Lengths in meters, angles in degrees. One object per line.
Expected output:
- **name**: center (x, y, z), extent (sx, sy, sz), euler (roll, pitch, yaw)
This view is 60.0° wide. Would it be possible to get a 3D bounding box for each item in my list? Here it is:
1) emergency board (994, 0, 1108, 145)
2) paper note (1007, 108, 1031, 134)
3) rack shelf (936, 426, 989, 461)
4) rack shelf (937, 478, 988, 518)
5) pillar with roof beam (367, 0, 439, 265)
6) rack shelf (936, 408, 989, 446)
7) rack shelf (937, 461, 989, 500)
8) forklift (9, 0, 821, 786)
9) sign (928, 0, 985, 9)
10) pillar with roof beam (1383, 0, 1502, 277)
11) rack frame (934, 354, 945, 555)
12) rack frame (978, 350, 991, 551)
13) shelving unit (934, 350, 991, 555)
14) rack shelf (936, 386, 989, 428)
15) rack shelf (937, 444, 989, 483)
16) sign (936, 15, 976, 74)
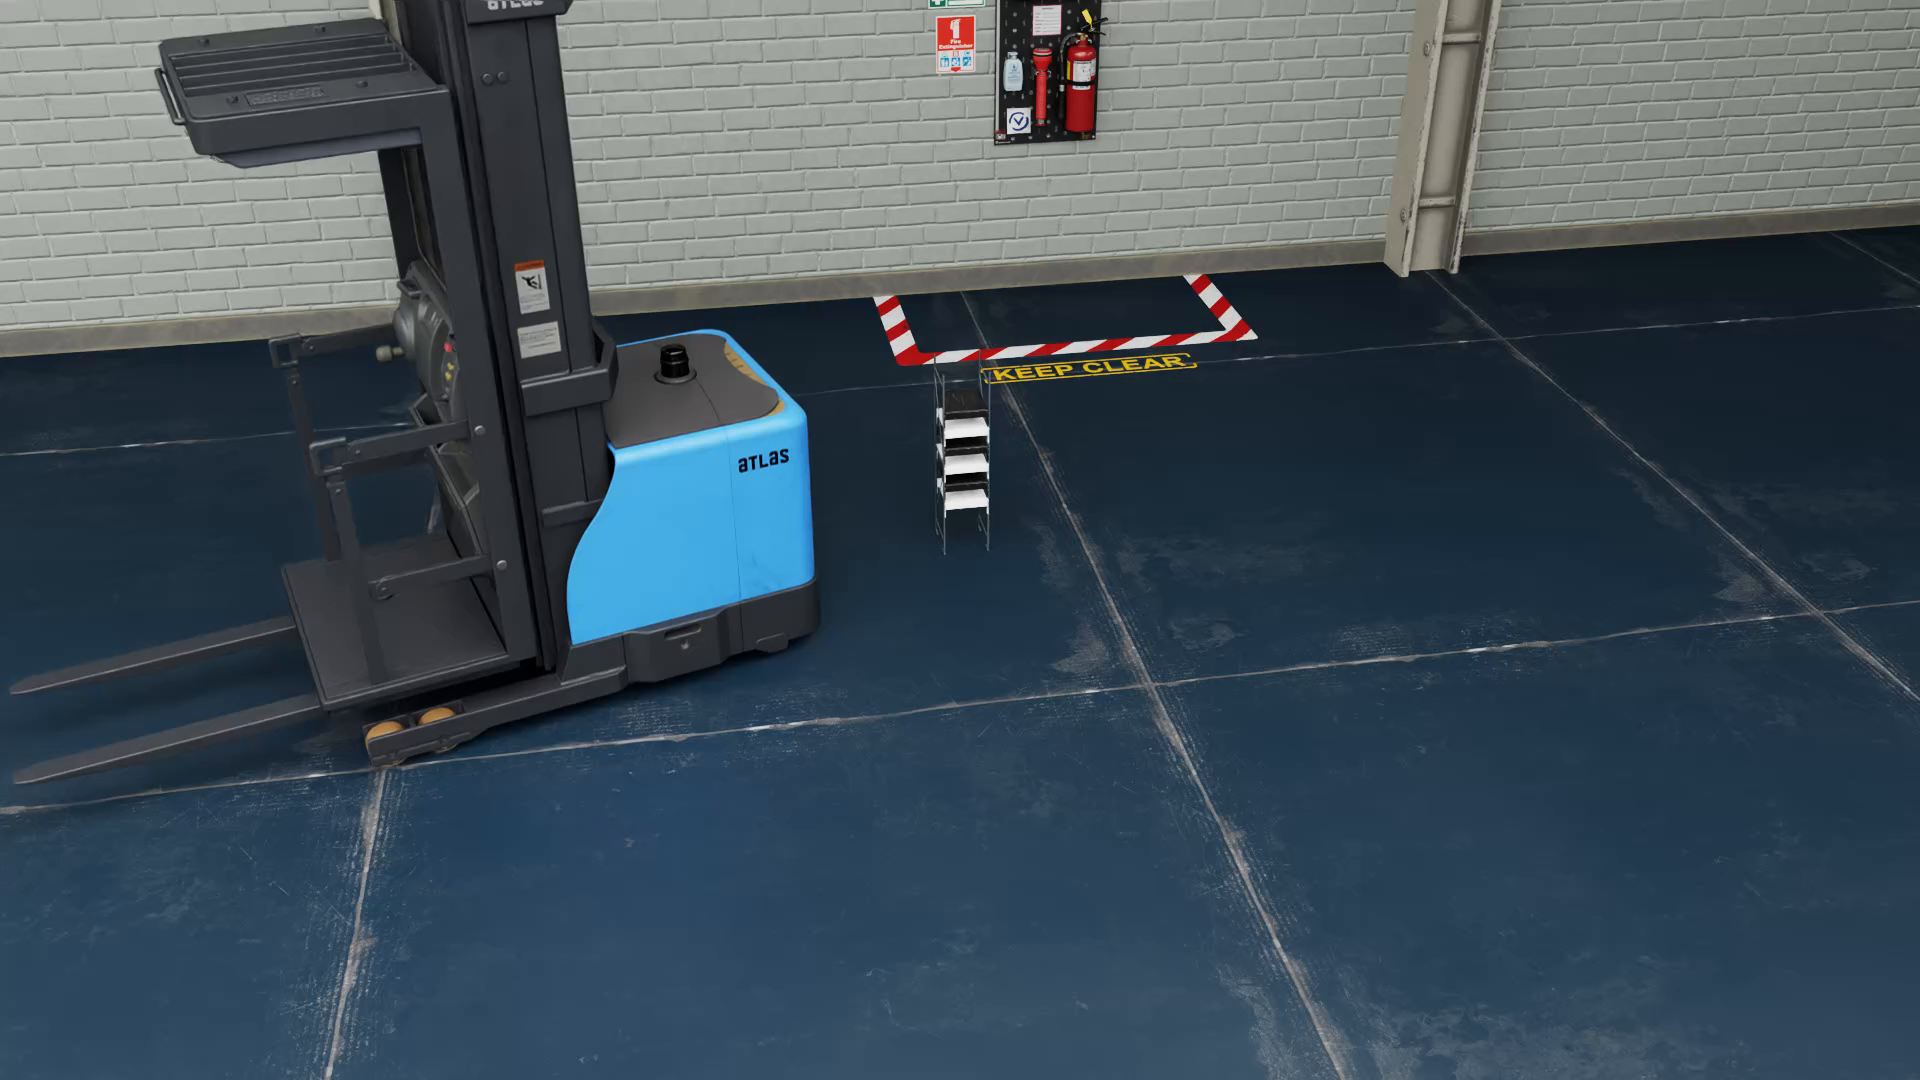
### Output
- **emergency board**: center (0.538, -2.859, 9.652), extent (0.643, 1.169, 0.194), euler (-5, 31, -9)
- **paper note**: center (0.351, -2.497, 9.907), extent (0.142, 0.148, 0.016), euler (-5, 31, -9)
- **rack shelf**: center (0.008, -0.437, 7.494), extent (0.200, 0.077, 0.258), euler (-5, 31, -9)
- **rack shelf**: center (0.008, -0.205, 7.631), extent (0.200, 0.077, 0.258), euler (-5, 31, -9)
- **pillar with roof beam**: center (-2.151, -2.957, 3.901), extent (0.400, 9.000, 9.100), euler (-5, 31, -9)
- **rack shelf**: center (0.008, -0.515, 7.449), extent (0.200, 0.077, 0.258), euler (-5, 31, -9)
- **rack shelf**: center (0.008, -0.282, 7.586), extent (0.200, 0.077, 0.258), euler (-5, 31, -9)
- **forklift**: center (-2.137, -0.713, 6.071), extent (3.031, 2.935, 1.130), euler (-15, 33, -23)
- **sign**: center (-0.019, -3.099, 9.504), extent (0.331, 0.109, 0.001), euler (-5, 31, -9)
- **pillar with roof beam**: center (3.751, -3.505, 4.833), extent (0.400, 9.000, 9.100), euler (-5, 31, -9)
- **rack frame**: center (-0.092, -0.379, 7.507), extent (0.006, 0.900, 0.240), euler (-5, 31, -9)
- **rack frame**: center (0.108, -0.398, 7.539), extent (0.006, 0.900, 0.240), euler (-5, 31, -9)
- **shelving unit**: center (0.008, -0.389, 7.523), extent (0.210, 0.900, 0.258), euler (-5, 31, -9)
- **rack shelf**: center (0.008, -0.593, 7.403), extent (0.200, 0.077, 0.258), euler (-5, 31, -9)
- **rack shelf**: center (0.008, -0.360, 7.540), extent (0.200, 0.077, 0.258), euler (-5, 31, -9)
- **sign**: center (-0.025, -2.875, 9.645), extent (0.234, 0.329, 0.001), euler (-5, 31, -9)
